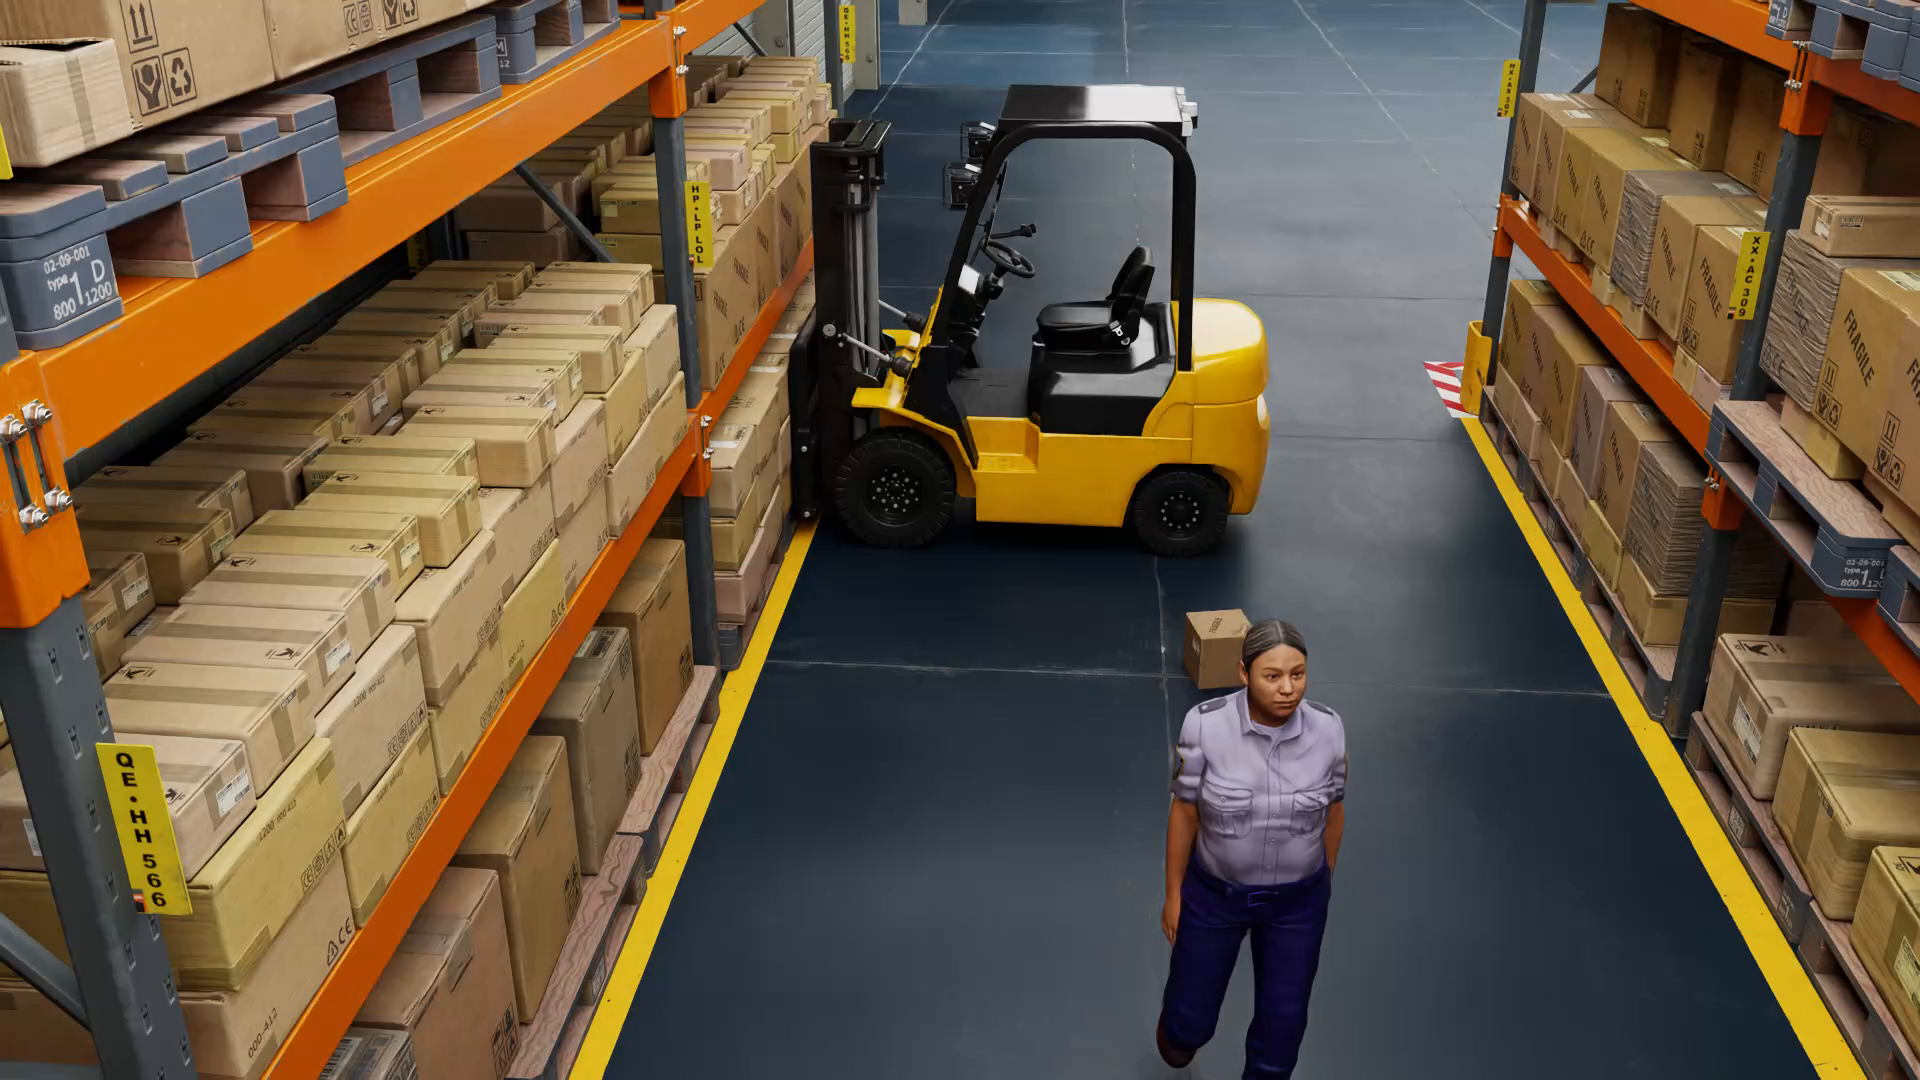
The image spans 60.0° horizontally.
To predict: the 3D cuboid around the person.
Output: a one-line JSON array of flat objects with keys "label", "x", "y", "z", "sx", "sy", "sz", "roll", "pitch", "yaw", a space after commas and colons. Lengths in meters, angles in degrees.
[{"label": "person", "x": 0.785, "y": 0.942, "z": 4.516, "sx": 0.482, "sy": 1.630, "sz": 0.607, "roll": 0, "pitch": 25, "yaw": 0}]
